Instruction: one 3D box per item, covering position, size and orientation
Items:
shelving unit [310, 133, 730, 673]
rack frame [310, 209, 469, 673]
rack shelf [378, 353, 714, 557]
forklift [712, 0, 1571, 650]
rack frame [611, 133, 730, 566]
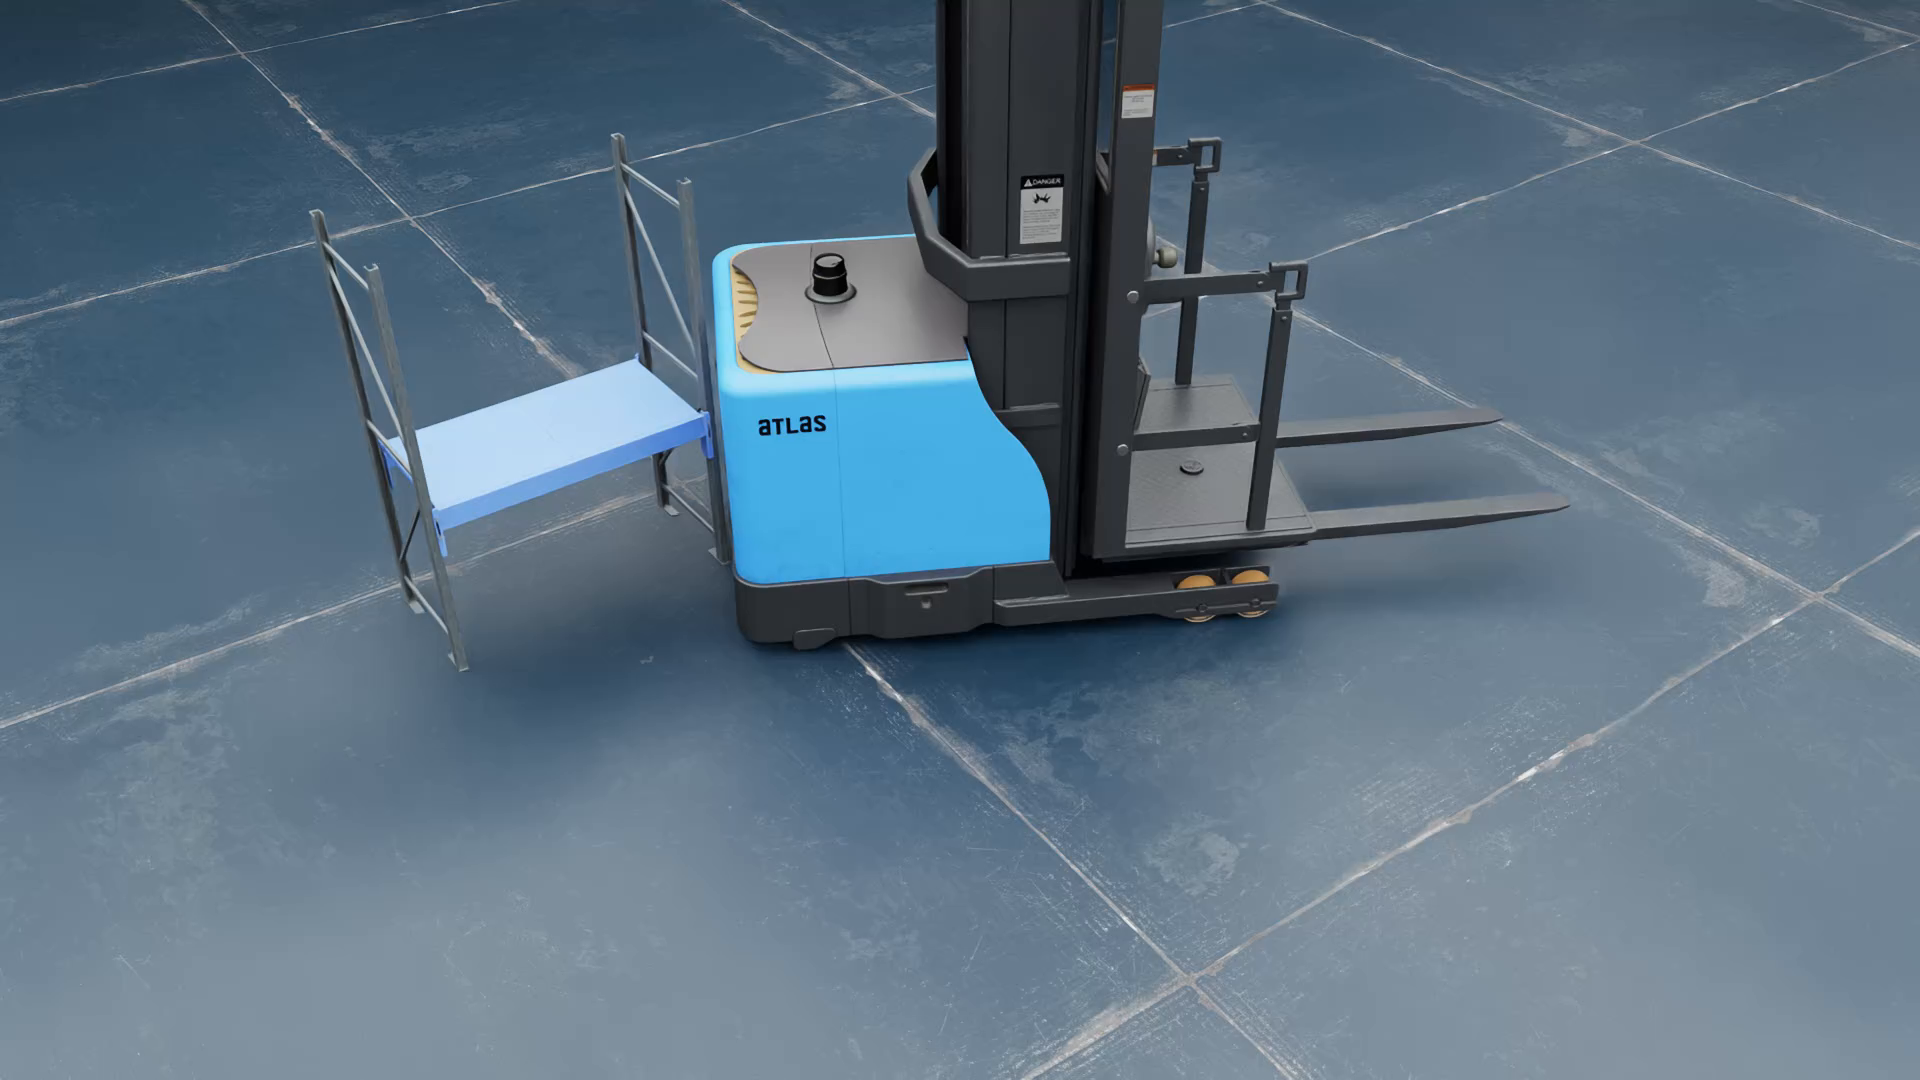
[{"bbox_3d":[-1.417,-0.458,5.602,1.048,1.500,0.538,-23,42,-29],"label":"shelving unit"},{"bbox_3d":[-1.825,-0.281,5.356,0.032,1.500,0.500,-23,42,-29],"label":"rack frame"},{"bbox_3d":[-1.417,-0.312,5.707,1.000,0.185,0.538,-23,42,-29],"label":"rack shelf"},{"bbox_3d":[0.678,-1.203,5.412,3.031,2.935,1.130,-5,36,-7],"label":"forklift"},{"bbox_3d":[-1.009,-0.635,5.848,0.032,1.500,0.500,-23,42,-29],"label":"rack frame"}]
